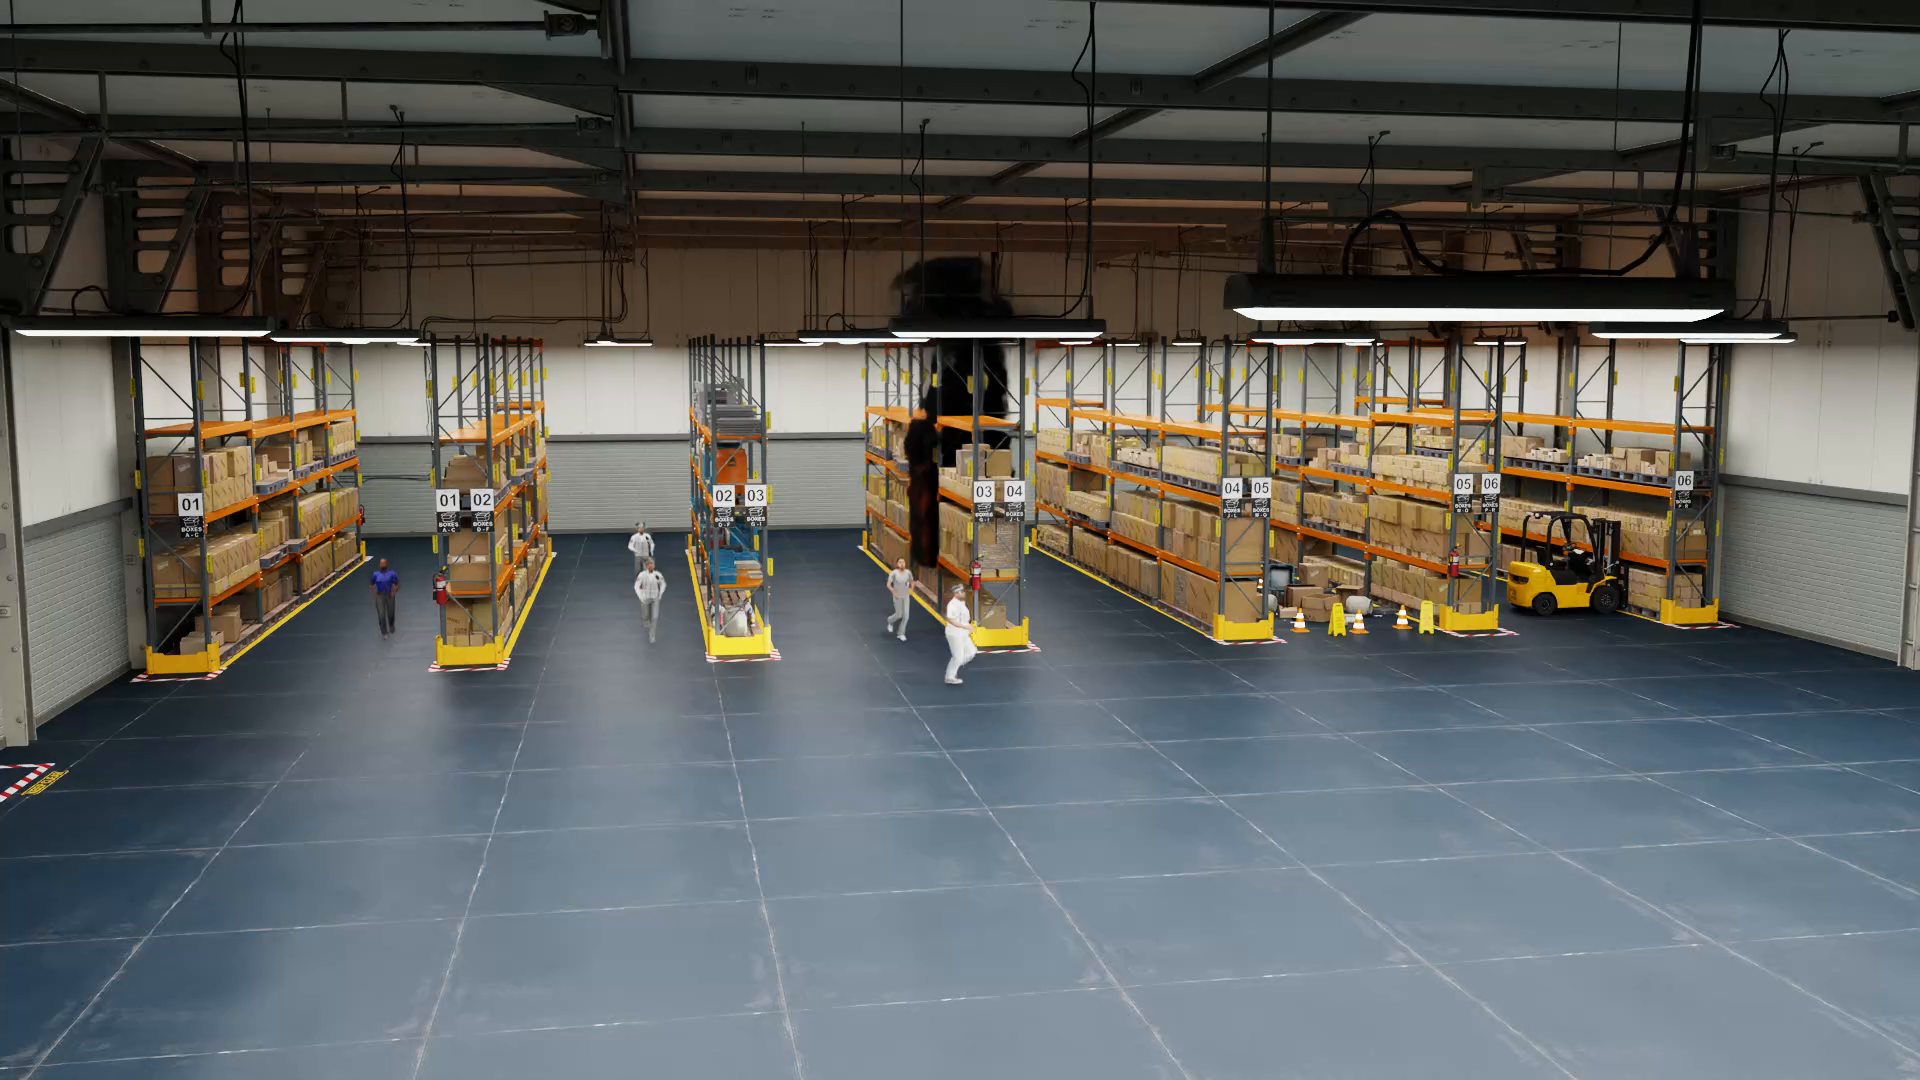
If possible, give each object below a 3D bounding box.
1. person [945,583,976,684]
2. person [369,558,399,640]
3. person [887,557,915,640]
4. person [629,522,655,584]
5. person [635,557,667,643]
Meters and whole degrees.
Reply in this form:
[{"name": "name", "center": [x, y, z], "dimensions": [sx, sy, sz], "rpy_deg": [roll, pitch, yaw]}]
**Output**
[{"name": "person", "center": [0.024, 1.592, 28.459], "dimensions": [0.608, 1.735, 0.706], "rpy_deg": [3, 7, 22]}, {"name": "person", "center": [-11.410, 1.153, 32.965], "dimensions": [0.574, 1.602, 0.587], "rpy_deg": [-2, 7, -16]}, {"name": "person", "center": [-1.173, 1.142, 33.038], "dimensions": [0.565, 1.643, 0.620], "rpy_deg": [-3, 7, -21]}, {"name": "person", "center": [-7.536, 0.384, 39.429], "dimensions": [0.624, 1.658, 0.746], "rpy_deg": [-2, 7, -18]}, {"name": "person", "center": [-6.115, 1.159, 32.890], "dimensions": [0.623, 1.670, 0.784], "rpy_deg": [-1, 7, -11]}]
